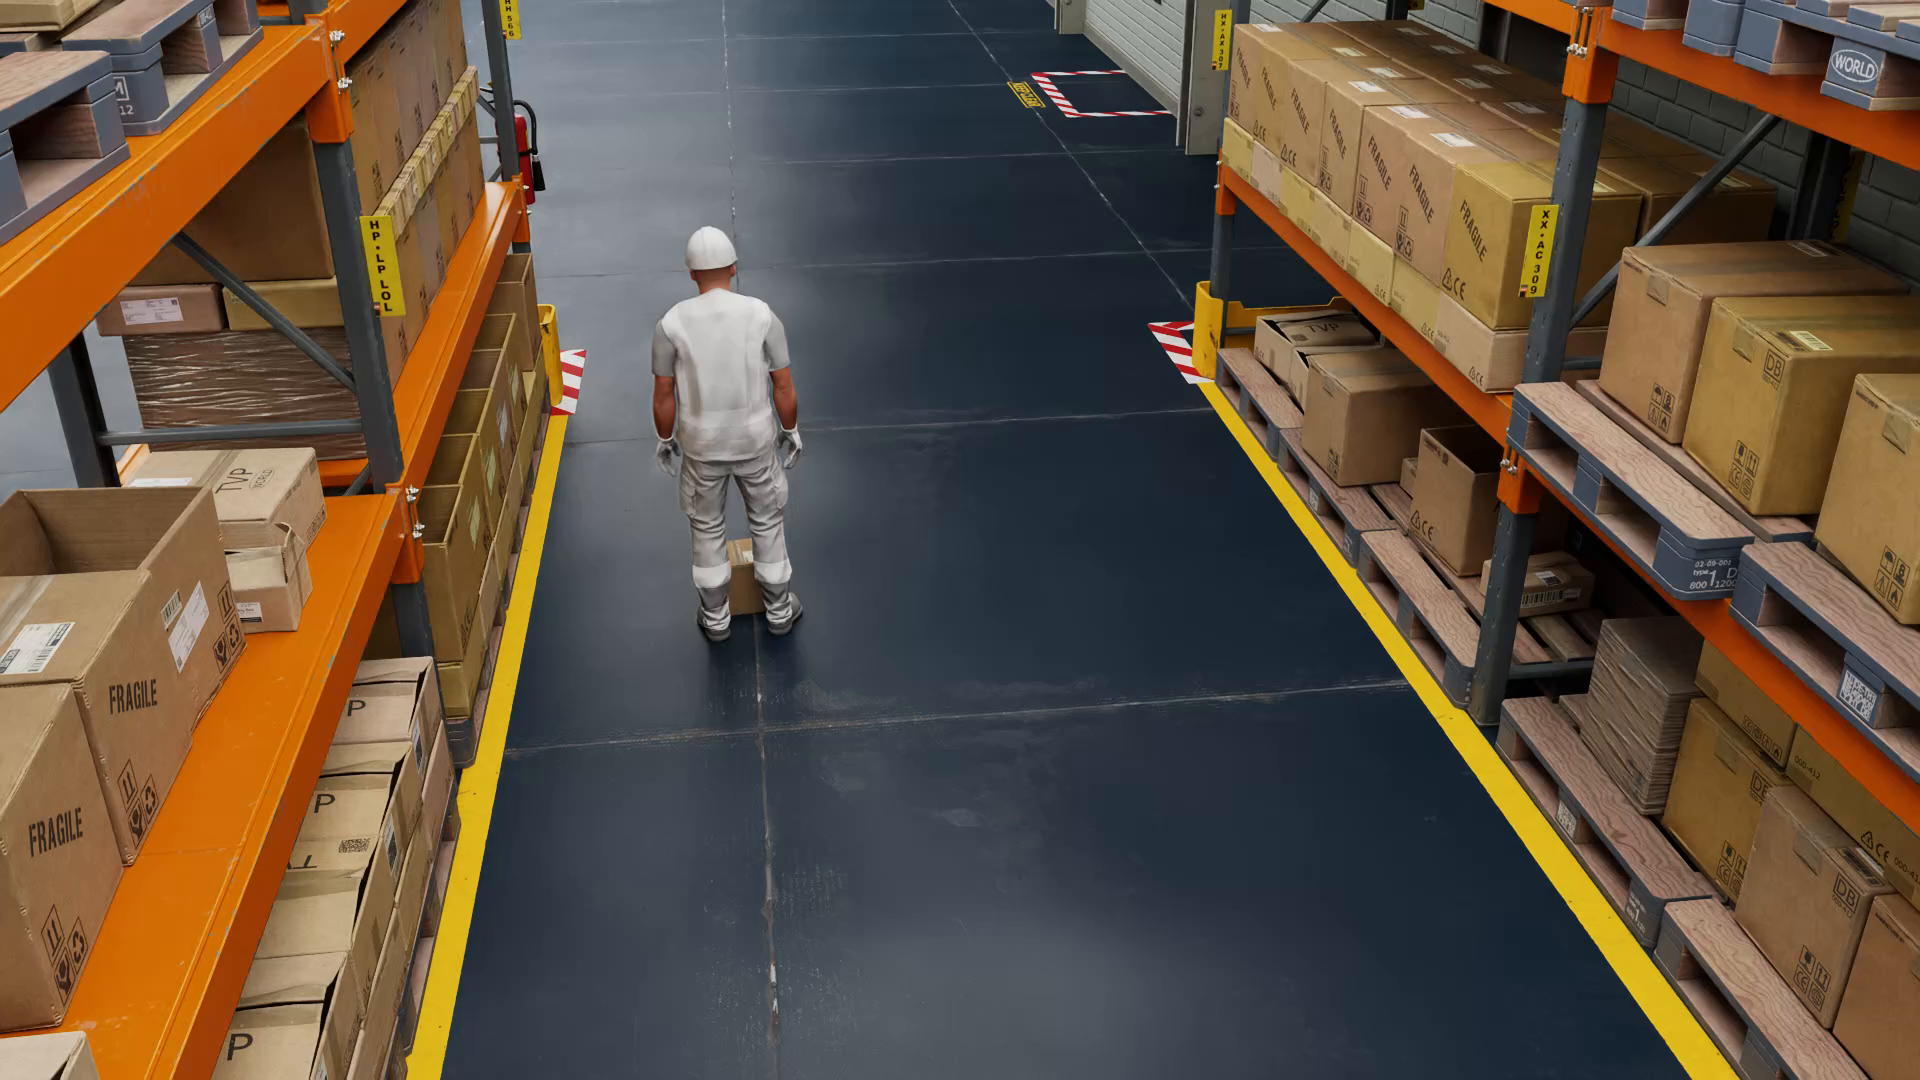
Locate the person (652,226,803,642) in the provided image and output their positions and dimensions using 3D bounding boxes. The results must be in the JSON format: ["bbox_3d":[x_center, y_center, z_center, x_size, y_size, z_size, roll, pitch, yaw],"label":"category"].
[{"bbox_3d":[-0.962,-0.412,6.916,0.609,1.776,0.454,-4,27,-7],"label":"person"}]
